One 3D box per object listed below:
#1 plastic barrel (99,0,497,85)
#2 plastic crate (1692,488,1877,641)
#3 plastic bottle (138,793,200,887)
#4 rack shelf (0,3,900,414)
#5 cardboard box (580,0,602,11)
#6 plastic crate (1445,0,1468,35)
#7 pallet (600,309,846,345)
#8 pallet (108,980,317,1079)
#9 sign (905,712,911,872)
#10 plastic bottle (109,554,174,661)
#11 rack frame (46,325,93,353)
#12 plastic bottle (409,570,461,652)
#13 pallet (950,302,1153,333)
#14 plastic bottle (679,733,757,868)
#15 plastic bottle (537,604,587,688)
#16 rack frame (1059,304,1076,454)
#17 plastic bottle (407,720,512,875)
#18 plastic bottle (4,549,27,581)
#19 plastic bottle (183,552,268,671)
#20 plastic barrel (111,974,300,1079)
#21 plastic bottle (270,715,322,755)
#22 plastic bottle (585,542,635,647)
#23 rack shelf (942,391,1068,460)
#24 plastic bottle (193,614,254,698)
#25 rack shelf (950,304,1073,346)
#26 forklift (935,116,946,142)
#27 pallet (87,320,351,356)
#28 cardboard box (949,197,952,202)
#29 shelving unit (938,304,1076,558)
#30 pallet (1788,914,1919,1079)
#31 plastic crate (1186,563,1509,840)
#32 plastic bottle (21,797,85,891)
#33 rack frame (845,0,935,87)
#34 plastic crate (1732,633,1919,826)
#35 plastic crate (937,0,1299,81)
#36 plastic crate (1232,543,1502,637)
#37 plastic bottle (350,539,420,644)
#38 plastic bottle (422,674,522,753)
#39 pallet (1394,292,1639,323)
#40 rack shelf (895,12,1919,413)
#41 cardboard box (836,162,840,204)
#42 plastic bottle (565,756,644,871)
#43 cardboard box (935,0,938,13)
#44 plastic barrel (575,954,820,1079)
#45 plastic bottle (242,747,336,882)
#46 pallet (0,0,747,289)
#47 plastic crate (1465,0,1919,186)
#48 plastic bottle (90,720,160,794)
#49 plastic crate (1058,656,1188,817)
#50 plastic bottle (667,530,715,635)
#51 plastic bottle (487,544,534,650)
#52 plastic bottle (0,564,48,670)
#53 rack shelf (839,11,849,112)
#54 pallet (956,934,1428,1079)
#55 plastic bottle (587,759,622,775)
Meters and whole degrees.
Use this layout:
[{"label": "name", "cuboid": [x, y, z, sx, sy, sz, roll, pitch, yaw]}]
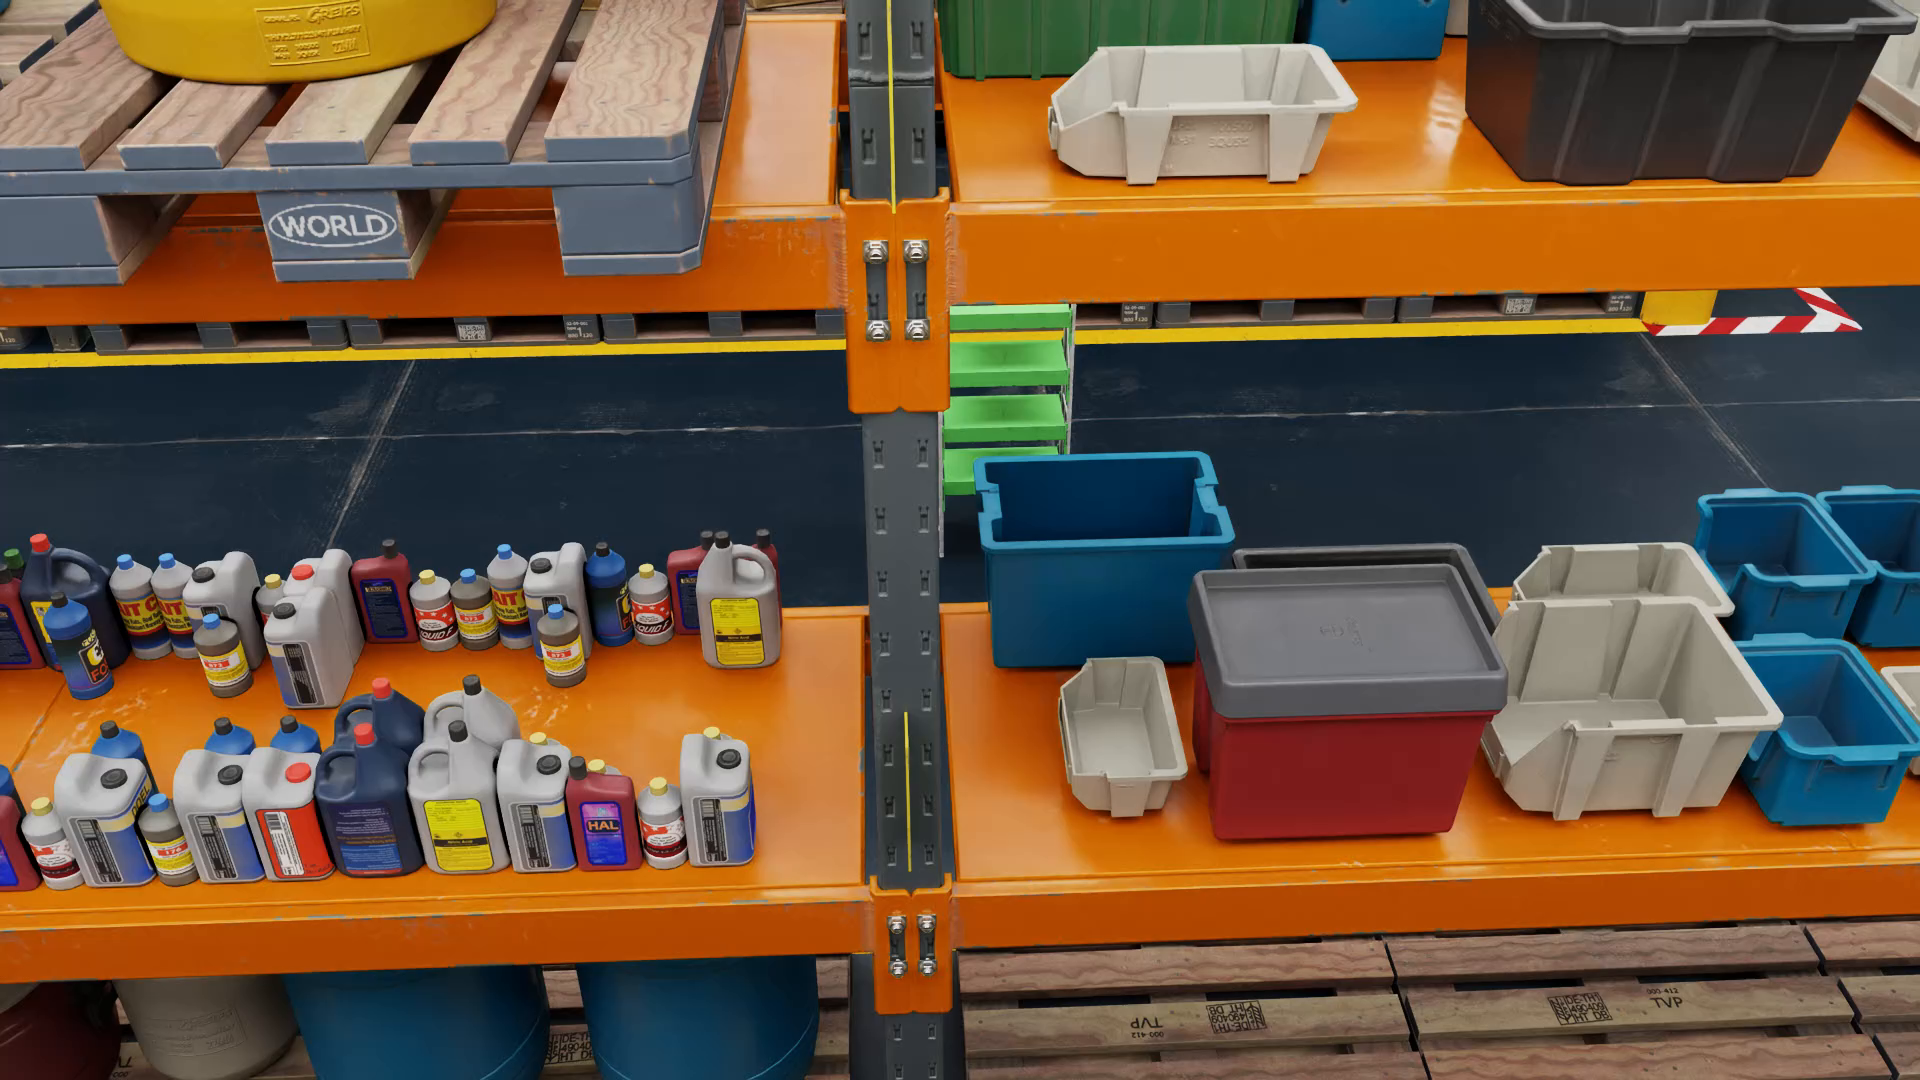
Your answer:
[{"label": "plastic barrel", "cuboid": [-1.026, -1.059, 2.475, 0.600, 0.588, 0.600, 0, 35, 0]}, {"label": "plastic crate", "cuboid": [1.995, 0.084, 4.088, 0.300, 0.233, 0.416, -2, 35, -2]}, {"label": "plastic bottle", "cuboid": [-1.620, 0.606, 3.413, 0.097, 0.201, 0.097, 0, 35, 0]}, {"label": "rack shelf", "cuboid": [-2.121, -0.600, 2.977, 4.000, 0.370, 1.077, -2, 35, -2]}, {"label": "cardboard box", "cuboid": [-1.522, -2.805, 7.711, 0.500, 0.500, 0.700, 4, 35, 5]}, {"label": "plastic crate", "cuboid": [1.129, -1.092, 3.287, 0.466, 0.136, 0.293, -2, 35, -2]}, {"label": "pallet", "cuboid": [-1.165, -1.342, 8.503, 1.213, 0.211, 1.003, -2, 35, -2]}, {"label": "pallet", "cuboid": [-2.118, 1.462, 4.451, 1.213, 0.211, 1.003, -2, 35, -2]}, {"label": "sign", "cuboid": [-0.099, 0.483, 3.173, 0.005, 0.325, 0.100, -2, 35, -2]}, {"label": "plastic bottle", "cuboid": [-1.975, 0.154, 4.004, 0.097, 0.271, 0.097, 0, 35, 0]}, {"label": "rack frame", "cuboid": [-4.350, -2.424, 7.617, 0.127, 3.000, 1.000, -2, 35, -2]}, {"label": "plastic bottle", "cuboid": [-1.281, 0.164, 4.051, 0.097, 0.201, 0.097, 0, 35, 0]}, {"label": "pallet", "cuboid": [0.332, -1.403, 8.592, 1.213, 0.211, 1.003, -2, 35, -2]}, {"label": "plastic bottle", "cuboid": [-0.502, 0.529, 3.458, 0.135, 0.276, 0.152, -2, 35, -2]}, {"label": "plastic bottle", "cuboid": [-0.945, 0.242, 3.939, 0.097, 0.201, 0.097, 0, 35, 0]}, {"label": "rack frame", "cuboid": [0.409, -0.504, 6.424, 0.015, 1.200, 0.240, -2, 35, -2]}, {"label": "plastic bottle", "cuboid": [-1.026, 0.515, 3.413, 0.185, 0.351, 0.144, -2, 35, -2]}, {"label": "plastic bottle", "cuboid": [-2.276, 0.147, 4.004, 0.133, 0.283, 0.061, -2, 35, -2]}, {"label": "plastic bottle", "cuboid": [-1.761, 0.162, 3.989, 0.135, 0.276, 0.152, -2, 35, -2]}, {"label": "plastic barrel", "cuboid": [-1.943, 1.123, 4.309, 0.421, 0.512, 0.421, 0, 35, 0]}, {"label": "plastic bottle", "cuboid": [-1.395, 0.484, 3.527, 0.097, 0.271, 0.097, 0, 35, 0]}, {"label": "plastic bottle", "cuboid": [-0.855, 0.124, 4.048, 0.097, 0.271, 0.097, 0, 35, 0]}, {"label": "rack shelf", "cuboid": [0.165, -0.445, 6.451, 0.480, 0.148, 0.258, -2, 35, -2]}, {"label": "plastic bottle", "cuboid": [-1.736, 0.263, 3.908, 0.097, 0.201, 0.097, 0, 35, 0]}, {"label": "rack shelf", "cuboid": [0.165, -0.840, 6.178, 0.480, 0.148, 0.258, -2, 35, -2]}, {"label": "forklift", "cuboid": [-0.144, -3.940, 9.867, 3.031, 2.935, 1.130, 0, 35, 0]}, {"label": "pallet", "cuboid": [-3.602, -1.276, 8.408, 1.213, 0.211, 1.003, -2, 35, -2]}, {"label": "cardboard box", "cuboid": [0.075, -1.495, 8.251, 0.500, 0.311, 0.500, -2, 35, -2]}, {"label": "shelving unit", "cuboid": [0.165, -0.498, 6.415, 0.503, 1.200, 0.258, -2, 35, -2]}, {"label": "pallet", "cuboid": [3.046, 1.323, 4.653, 1.213, 0.211, 1.003, -2, 35, -2]}, {"label": "plastic crate", "cuboid": [0.780, 0.352, 3.497, 0.583, 0.464, 0.402, -2, 35, -2]}, {"label": "plastic bottle", "cuboid": [-1.851, 0.612, 3.404, 0.097, 0.201, 0.097, 0, 35, 0]}, {"label": "rack frame", "cuboid": [-0.124, -2.183, 1.996, 0.127, 3.000, 1.000, -2, 35, -2]}, {"label": "plastic crate", "cuboid": [1.833, 0.422, 3.599, 0.300, 0.233, 0.416, -2, 35, -2]}, {"label": "plastic crate", "cuboid": [0.285, -1.045, 3.175, 0.662, 0.188, 0.450, -2, 35, -2]}, {"label": "plastic crate", "cuboid": [0.982, 0.190, 4.029, 0.590, 0.125, 0.437, -2, 35, -2]}, {"label": "plastic bottle", "cuboid": [-1.397, 0.123, 4.038, 0.133, 0.283, 0.061, -2, 35, -2]}, {"label": "plastic bottle", "cuboid": [-1.033, 0.433, 3.531, 0.185, 0.351, 0.144, -2, 35, -2]}, {"label": "pallet", "cuboid": [2.769, -1.469, 8.687, 1.213, 0.211, 1.003, -2, 35, -2]}, {"label": "rack shelf", "cuboid": [1.874, -0.707, 3.133, 4.000, 0.370, 1.077, -2, 35, -2]}, {"label": "cardboard box", "cuboid": [-0.834, -1.508, 8.104, 0.500, 0.500, 0.500, -2, 35, -2]}, {"label": "plastic bottle", "cuboid": [-0.731, 0.559, 3.409, 0.133, 0.283, 0.061, -2, 35, -2]}, {"label": "cardboard box", "cuboid": [0.133, -2.732, 7.974, 0.500, 0.500, 0.500, -1, 35, -1]}, {"label": "plastic barrel", "cuboid": [-0.668, 0.979, 4.174, 0.708, 0.901, 0.600, -2, 35, -2]}, {"label": "plastic bottle", "cuboid": [-1.371, 0.553, 3.424, 0.135, 0.276, 0.152, -2, 35, -2]}, {"label": "pallet", "cuboid": [-0.902, -0.795, 2.793, 1.003, 0.211, 1.213, -2, 35, -2]}, {"label": "plastic crate", "cuboid": [1.130, -0.773, 2.710, 0.590, 0.269, 0.497, -2, 35, -2]}, {"label": "plastic bottle", "cuboid": [-1.761, 0.494, 3.513, 0.097, 0.271, 0.097, 0, 35, 0]}, {"label": "plastic crate", "cuboid": [0.348, 0.437, 3.662, 0.243, 0.136, 0.396, -2, 35, -2]}, {"label": "plastic bottle", "cuboid": [-0.643, 0.103, 4.068, 0.133, 0.283, 0.061, -2, 35, -2]}, {"label": "plastic bottle", "cuboid": [-1.087, 0.130, 4.039, 0.097, 0.271, 0.097, 0, 35, 0]}, {"label": "plastic bottle", "cuboid": [-2.273, 0.182, 3.954, 0.133, 0.283, 0.061, -2, 35, -2]}, {"label": "rack shelf", "cuboid": [-2.352, -2.182, 7.899, 4.000, 0.370, 1.077, -2, 35, -2]}, {"label": "pallet", "cuboid": [0.609, 1.389, 4.558, 1.213, 0.211, 1.003, -2, 35, -2]}, {"label": "plastic bottle", "cuboid": [-0.753, 0.548, 3.497, 0.097, 0.201, 0.097, 0, 35, 0]}]
